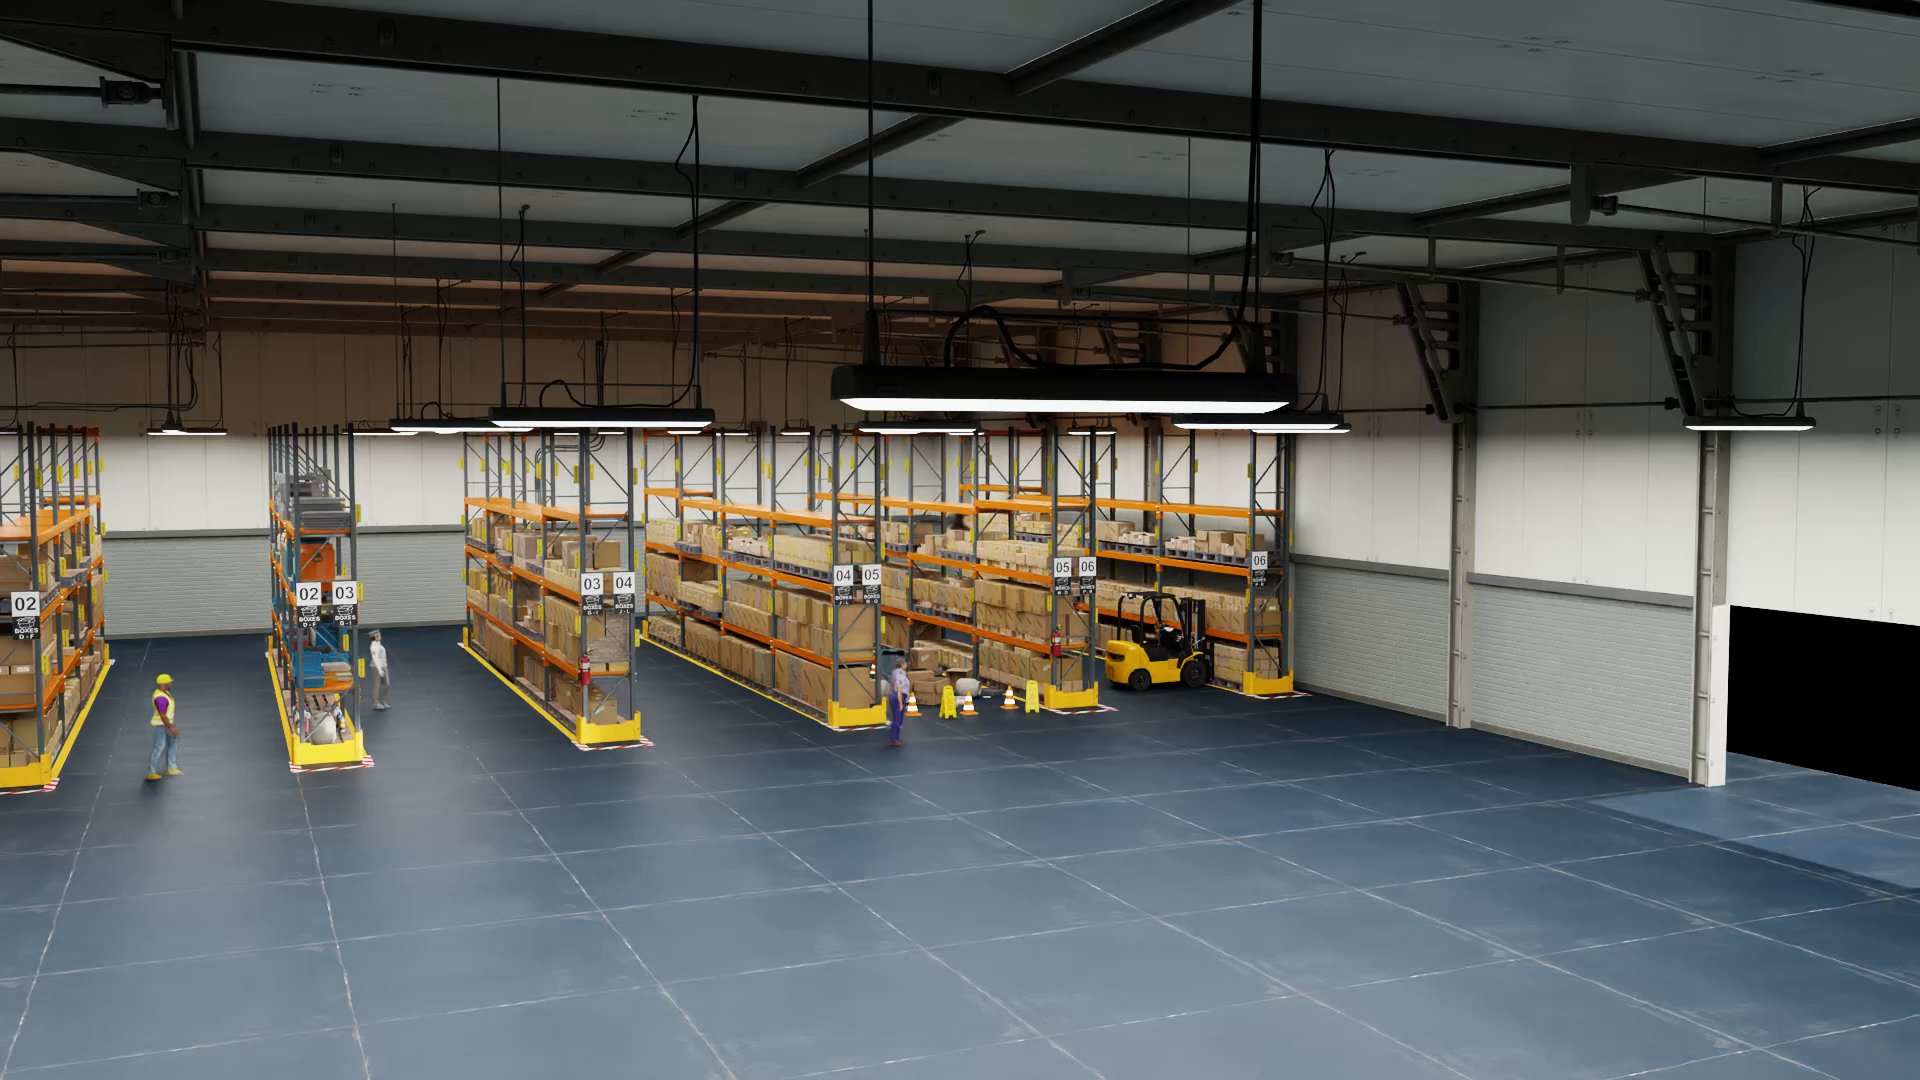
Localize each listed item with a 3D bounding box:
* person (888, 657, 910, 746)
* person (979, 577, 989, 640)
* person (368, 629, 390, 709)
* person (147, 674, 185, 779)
[{"bbox_3d":[-1.142,3.061,31.053,0.375,1.546,0.576,-1,4,-11],"label":"person"},{"bbox_3d":[0.700,1.938,47.259,0.384,1.779,0.612,-3,4,-36],"label":"person"},{"bbox_3d":[-12.307,2.754,35.252,0.437,1.725,0.534,1,4,10],"label":"person"},{"bbox_3d":[-13.418,3.147,28.075,0.579,1.789,0.685,-1,4,-13],"label":"person"}]
